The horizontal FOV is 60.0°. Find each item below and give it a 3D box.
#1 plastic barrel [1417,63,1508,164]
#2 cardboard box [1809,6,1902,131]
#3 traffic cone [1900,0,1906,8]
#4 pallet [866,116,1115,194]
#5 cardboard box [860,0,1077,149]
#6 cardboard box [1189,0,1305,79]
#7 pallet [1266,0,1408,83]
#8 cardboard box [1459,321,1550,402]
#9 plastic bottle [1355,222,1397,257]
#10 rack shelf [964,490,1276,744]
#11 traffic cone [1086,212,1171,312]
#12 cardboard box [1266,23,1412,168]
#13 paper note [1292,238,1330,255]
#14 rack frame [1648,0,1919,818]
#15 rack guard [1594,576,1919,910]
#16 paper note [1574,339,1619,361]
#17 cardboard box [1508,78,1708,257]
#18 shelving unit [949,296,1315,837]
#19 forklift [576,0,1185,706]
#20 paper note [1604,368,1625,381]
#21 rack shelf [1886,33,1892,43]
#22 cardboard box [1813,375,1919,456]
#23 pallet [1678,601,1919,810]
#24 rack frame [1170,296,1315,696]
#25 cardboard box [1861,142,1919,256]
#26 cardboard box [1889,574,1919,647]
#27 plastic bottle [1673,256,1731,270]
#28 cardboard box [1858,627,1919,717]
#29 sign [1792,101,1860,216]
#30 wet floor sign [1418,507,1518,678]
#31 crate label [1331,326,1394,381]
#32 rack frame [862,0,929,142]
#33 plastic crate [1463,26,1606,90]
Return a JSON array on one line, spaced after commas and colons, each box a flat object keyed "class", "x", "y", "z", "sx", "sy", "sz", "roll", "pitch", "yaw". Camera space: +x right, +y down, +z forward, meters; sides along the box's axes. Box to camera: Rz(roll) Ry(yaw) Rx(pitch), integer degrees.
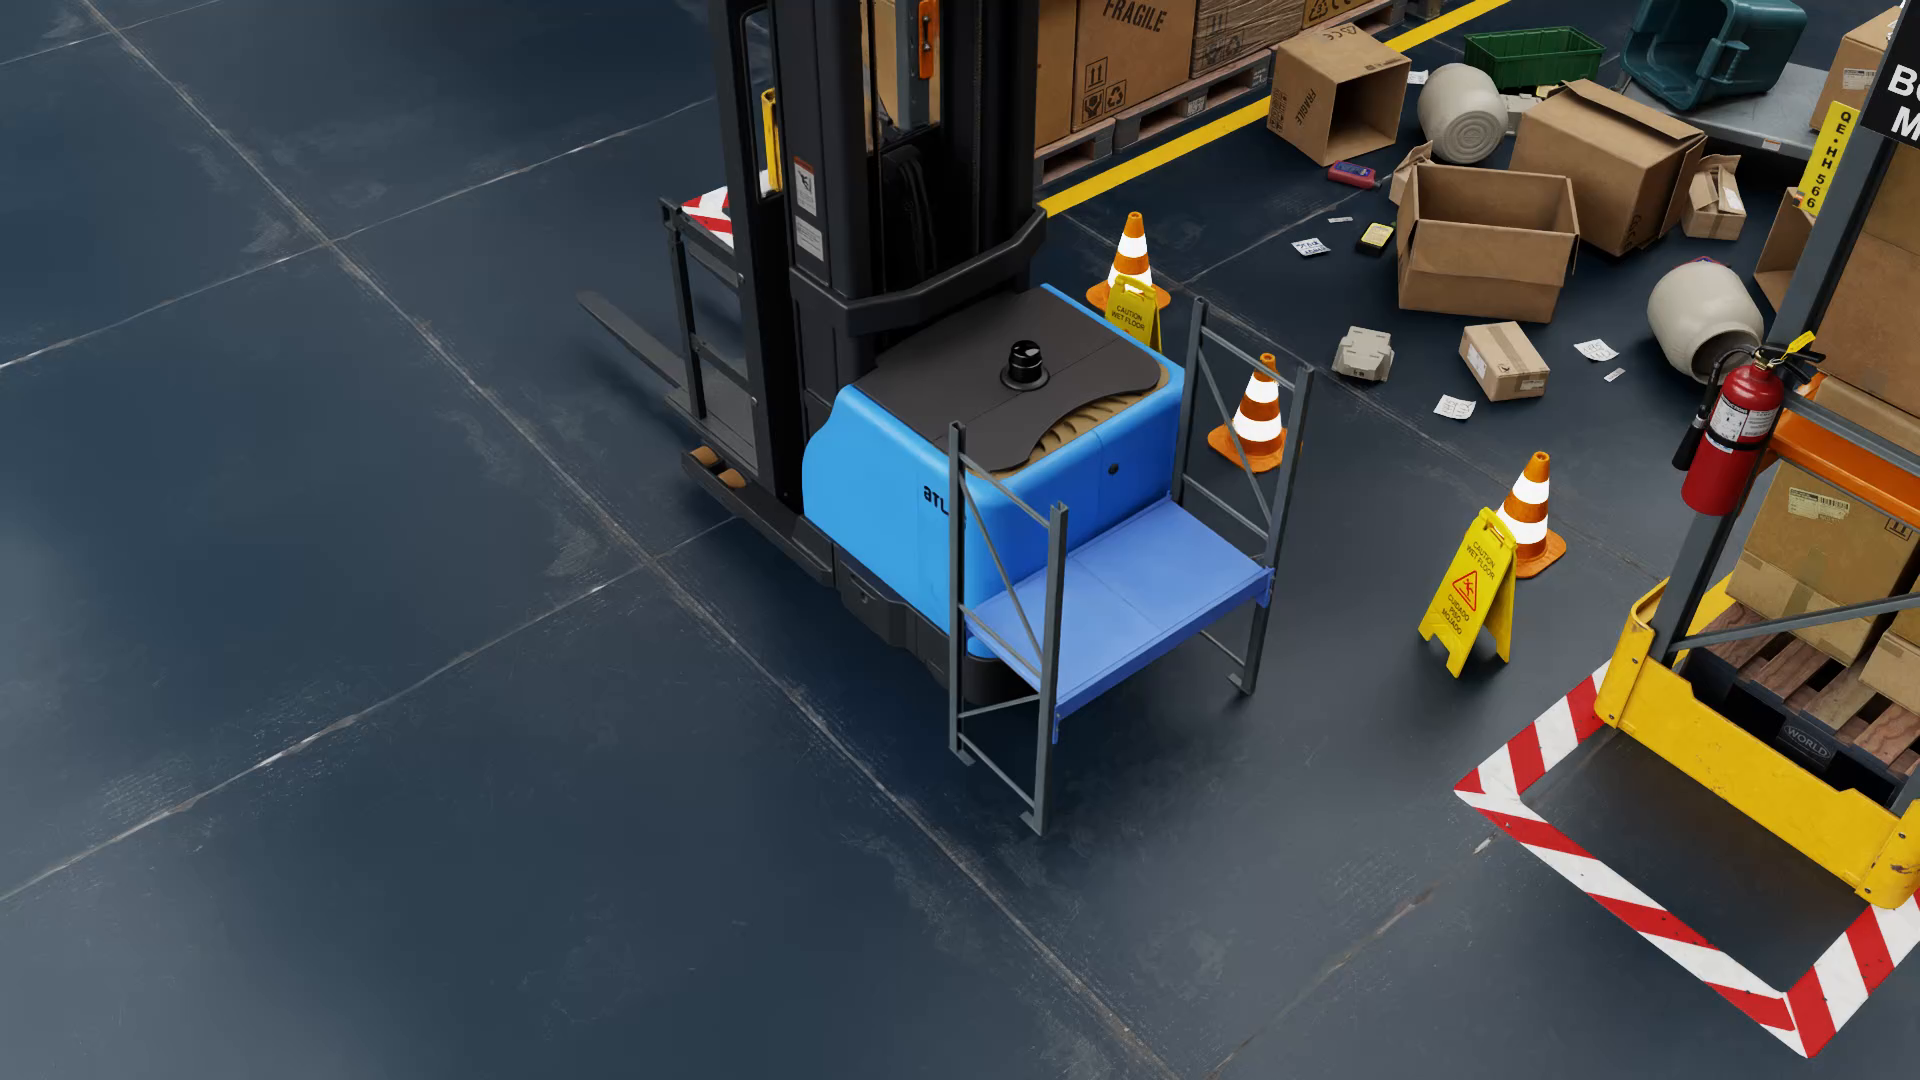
[{"class": "plastic barrel", "x": 2.672, "y": -2.280, "z": 8.868, "sx": 0.421, "sy": 0.421, "sz": 0.512, "roll": 0, "pitch": 43, "yaw": 0}, {"class": "cardboard box", "x": 4.646, "y": -2.254, "z": 8.232, "sx": 0.500, "sy": 0.500, "sz": 0.500, "roll": -30, "pitch": 51, "yaw": -28}, {"class": "traffic cone", "x": 5.445, "y": -2.975, "z": 9.580, "sx": 0.334, "sy": 0.463, "sz": 0.336, "roll": -30, "pitch": 51, "yaw": -28}, {"class": "pallet", "x": 0.053, "y": -2.142, "z": 8.876, "sx": 1.213, "sy": 0.211, "sz": 1.003, "roll": -30, "pitch": 51, "yaw": -28}, {"class": "cardboard box", "x": -0.033, "y": -2.477, "z": 8.442, "sx": 0.875, "sy": 0.875, "sz": 0.875, "roll": -29, "pitch": 51, "yaw": -28}, {"class": "cardboard box", "x": 1.342, "y": -3.264, "z": 9.280, "sx": 0.875, "sy": 0.875, "sz": 0.875, "roll": -29, "pitch": 51, "yaw": -28}, {"class": "pallet", "x": 1.924, "y": -3.213, "z": 10.017, "sx": 1.213, "sy": 0.211, "sz": 1.003, "roll": -30, "pitch": 51, "yaw": -28}, {"class": "cardboard box", "x": 2.452, "y": -0.808, "z": 7.502, "sx": 0.250, "sy": 0.149, "sz": 0.380, "roll": -7, "pitch": 44, "yaw": -7}, {"class": "plastic bottle", "x": 2.091, "y": -1.523, "z": 8.327, "sx": 0.133, "sy": 0.061, "sz": 0.283, "roll": 22, "pitch": 47, "yaw": 21}, {"class": "rack shelf", "x": 0.528, "y": 0.240, "z": 5.660, "sx": 1.000, "sy": 0.185, "sz": 0.538, "roll": -29, "pitch": 51, "yaw": -27}, {"class": "traffic cone", "x": 0.808, "y": -1.329, "z": 7.827, "sx": 0.334, "sy": 0.463, "sz": 0.336, "roll": -30, "pitch": 51, "yaw": -28}, {"class": "cardboard box", "x": 2.026, "y": -2.392, "z": 8.930, "sx": 0.500, "sy": 0.500, "sz": 0.500, "roll": -21, "pitch": 47, "yaw": -21}, {"class": "paper note", "x": 1.750, "y": -1.462, "z": 8.286, "sx": 0.142, "sy": 0.017, "sz": 0.144, "roll": -14, "pitch": 45, "yaw": -14}, {"class": "rack frame", "x": 2.743, "y": -0.211, "z": 4.784, "sx": 0.127, "sy": 3.000, "sz": 1.000, "roll": -30, "pitch": 51, "yaw": -28}, {"class": "rack guard", "x": 2.801, "y": 0.667, "z": 5.675, "sx": 0.348, "sy": 0.500, "sz": 1.175, "roll": -30, "pitch": 51, "yaw": -28}, {"class": "paper note", "x": 2.939, "y": -0.879, "z": 7.672, "sx": 0.142, "sy": 0.019, "sz": 0.148, "roll": -14, "pitch": 45, "yaw": -14}, {"class": "cardboard box", "x": 3.178, "y": -1.867, "z": 8.271, "sx": 0.503, "sy": 0.637, "sz": 0.797, "roll": -30, "pitch": 51, "yaw": -28}, {"class": "shelving unit", "x": 0.528, "y": 0.109, "z": 5.536, "sx": 1.048, "sy": 1.500, "sz": 0.538, "roll": -29, "pitch": 51, "yaw": -27}, {"class": "forklift", "x": -0.512, "y": -1.400, "z": 6.100, "sx": 1.130, "sy": 2.935, "sz": 3.031, "roll": -31, "pitch": 51, "yaw": -29}, {"class": "paper note", "x": 2.969, "y": -0.750, "z": 7.541, "sx": 0.123, "sy": 0.001, "sz": 0.032, "roll": -30, "pitch": 51, "yaw": -28}, {"class": "rack shelf", "x": 4.277, "y": -1.921, "z": 4.938, "sx": 4.000, "sy": 0.370, "sz": 1.077, "roll": -30, "pitch": 51, "yaw": -28}, {"class": "cardboard box", "x": 2.893, "y": -0.396, "z": 5.164, "sx": 0.250, "sy": 0.149, "sz": 0.380, "roll": -28, "pitch": 50, "yaw": -27}, {"class": "pallet", "x": 3.447, "y": 0.434, "z": 6.134, "sx": 1.213, "sy": 0.211, "sz": 1.003, "roll": -30, "pitch": 51, "yaw": -28}, {"class": "rack frame", "x": 0.923, "y": -0.110, "z": 5.769, "sx": 0.032, "sy": 1.500, "sz": 0.500, "roll": -29, "pitch": 51, "yaw": -27}, {"class": "cardboard box", "x": 2.995, "y": -1.059, "z": 4.666, "sx": 0.500, "sy": 0.500, "sz": 0.700, "roll": -31, "pitch": 51, "yaw": -29}, {"class": "cardboard box", "x": 3.557, "y": 0.145, "z": 5.558, "sx": 0.500, "sy": 0.500, "sz": 0.500, "roll": -32, "pitch": 52, "yaw": -29}, {"class": "plastic bottle", "x": 3.618, "y": -1.315, "z": 8.105, "sx": 0.283, "sy": 0.061, "sz": 0.133, "roll": -21, "pitch": 47, "yaw": -21}, {"class": "cardboard box", "x": 3.539, "y": 0.429, "z": 5.804, "sx": 0.500, "sy": 0.250, "sz": 0.500, "roll": -30, "pitch": 51, "yaw": -28}, {"class": "sign", "x": 2.402, "y": -1.049, "z": 4.599, "sx": 0.005, "sy": 0.325, "sz": 0.100, "roll": -30, "pitch": 51, "yaw": -28}, {"class": "wet floor sign", "x": 1.911, "y": 0.169, "z": 6.099, "sx": 0.232, "sy": 0.644, "sz": 0.267, "roll": -14, "pitch": 45, "yaw": -14}, {"class": "crate label", "x": 1.836, "y": -0.845, "z": 7.550, "sx": 0.250, "sy": 0.136, "sz": 0.298, "roll": 14, "pitch": 45, "yaw": 15}, {"class": "rack frame", "x": -0.510, "y": -2.766, "z": 7.504, "sx": 0.127, "sy": 3.000, "sz": 1.000, "roll": -30, "pitch": 51, "yaw": -28}, {"class": "plastic crate", "x": 3.265, "y": -2.755, "z": 9.504, "sx": 0.662, "sy": 0.188, "sz": 0.450, "roll": -7, "pitch": 34, "yaw": -7}]
